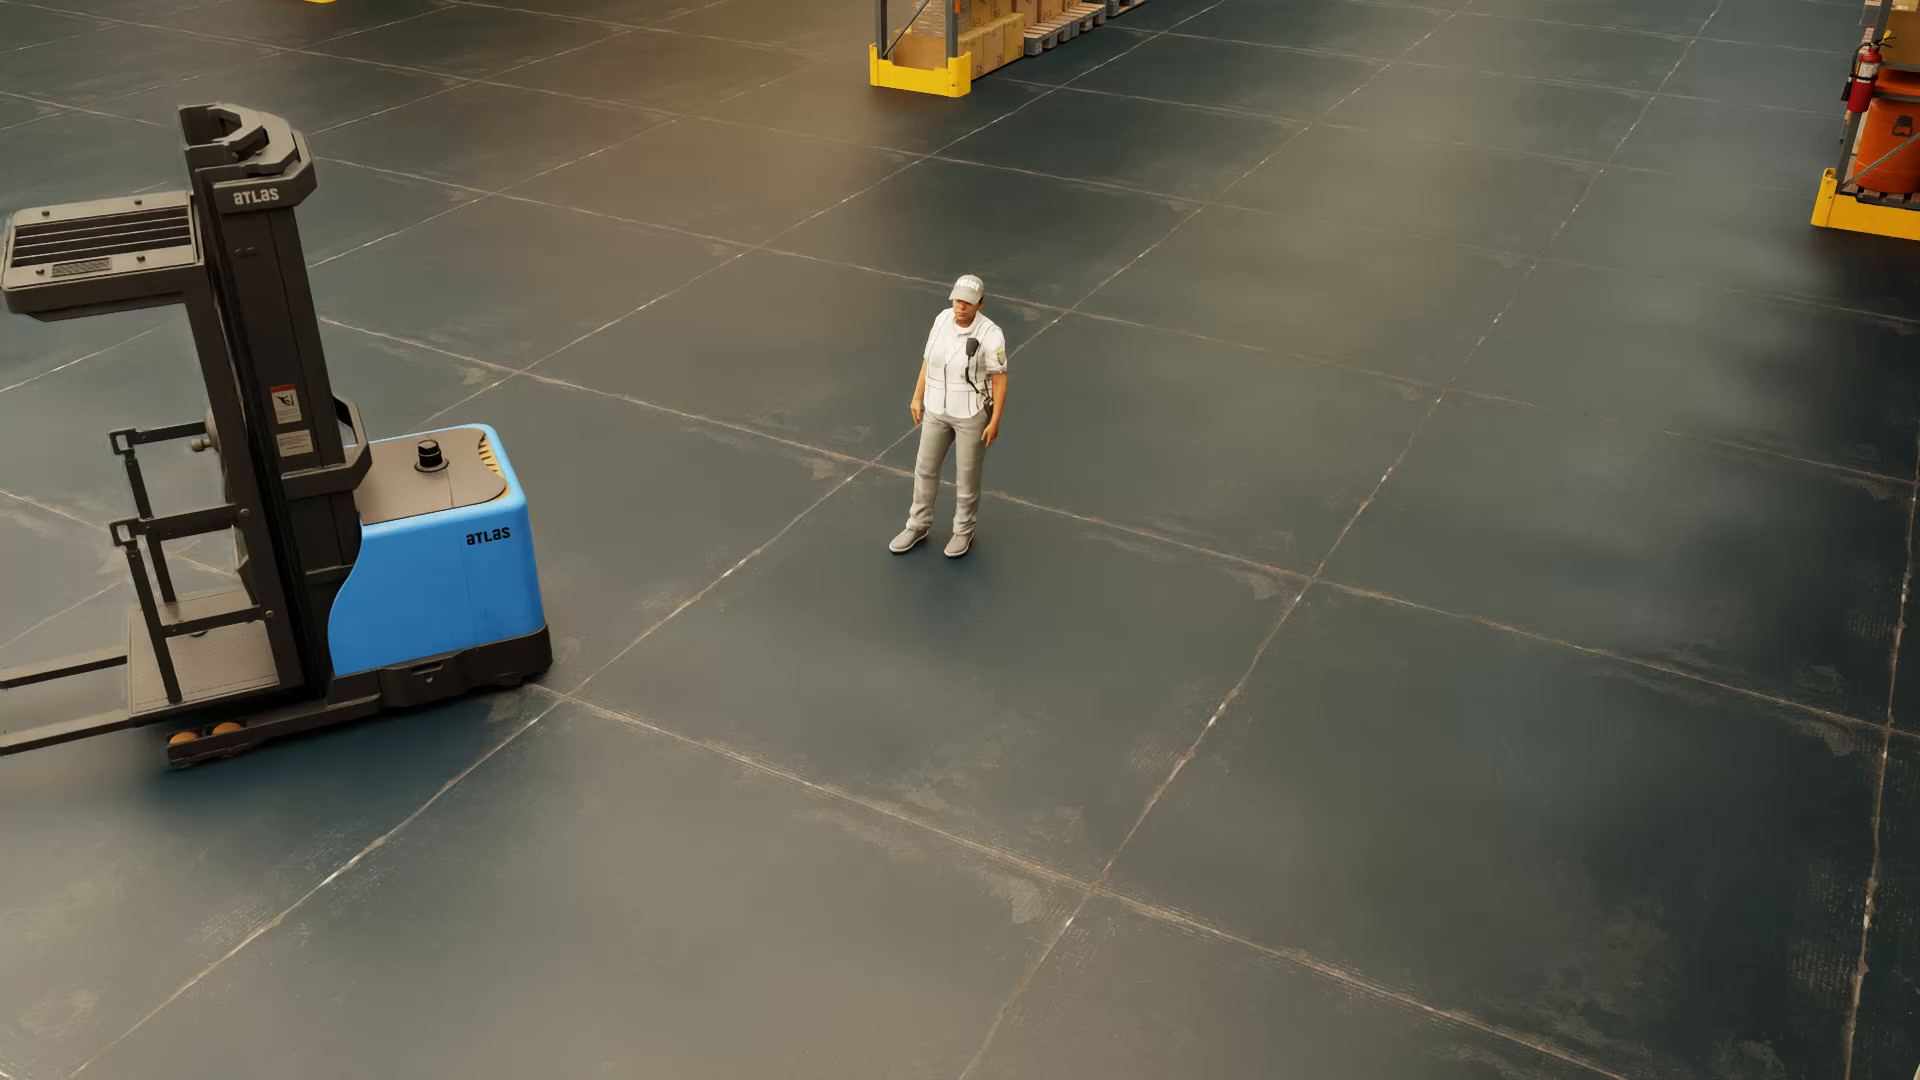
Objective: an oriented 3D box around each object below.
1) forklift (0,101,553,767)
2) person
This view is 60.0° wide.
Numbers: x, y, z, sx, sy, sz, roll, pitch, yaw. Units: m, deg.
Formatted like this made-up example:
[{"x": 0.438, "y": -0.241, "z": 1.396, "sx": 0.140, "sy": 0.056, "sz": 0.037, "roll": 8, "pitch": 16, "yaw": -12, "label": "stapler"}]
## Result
[{"x": -3.706, "y": -0.467, "z": 7.880, "sx": 3.031, "sy": 2.935, "sz": 1.130, "roll": -12, "pitch": 32, "yaw": -21, "label": "forklift"}, {"x": -0.057, "y": -0.701, "z": 9.534, "sx": 0.598, "sy": 1.670, "sz": 0.529, "roll": 15, "pitch": 33, "yaw": 25, "label": "person"}]
